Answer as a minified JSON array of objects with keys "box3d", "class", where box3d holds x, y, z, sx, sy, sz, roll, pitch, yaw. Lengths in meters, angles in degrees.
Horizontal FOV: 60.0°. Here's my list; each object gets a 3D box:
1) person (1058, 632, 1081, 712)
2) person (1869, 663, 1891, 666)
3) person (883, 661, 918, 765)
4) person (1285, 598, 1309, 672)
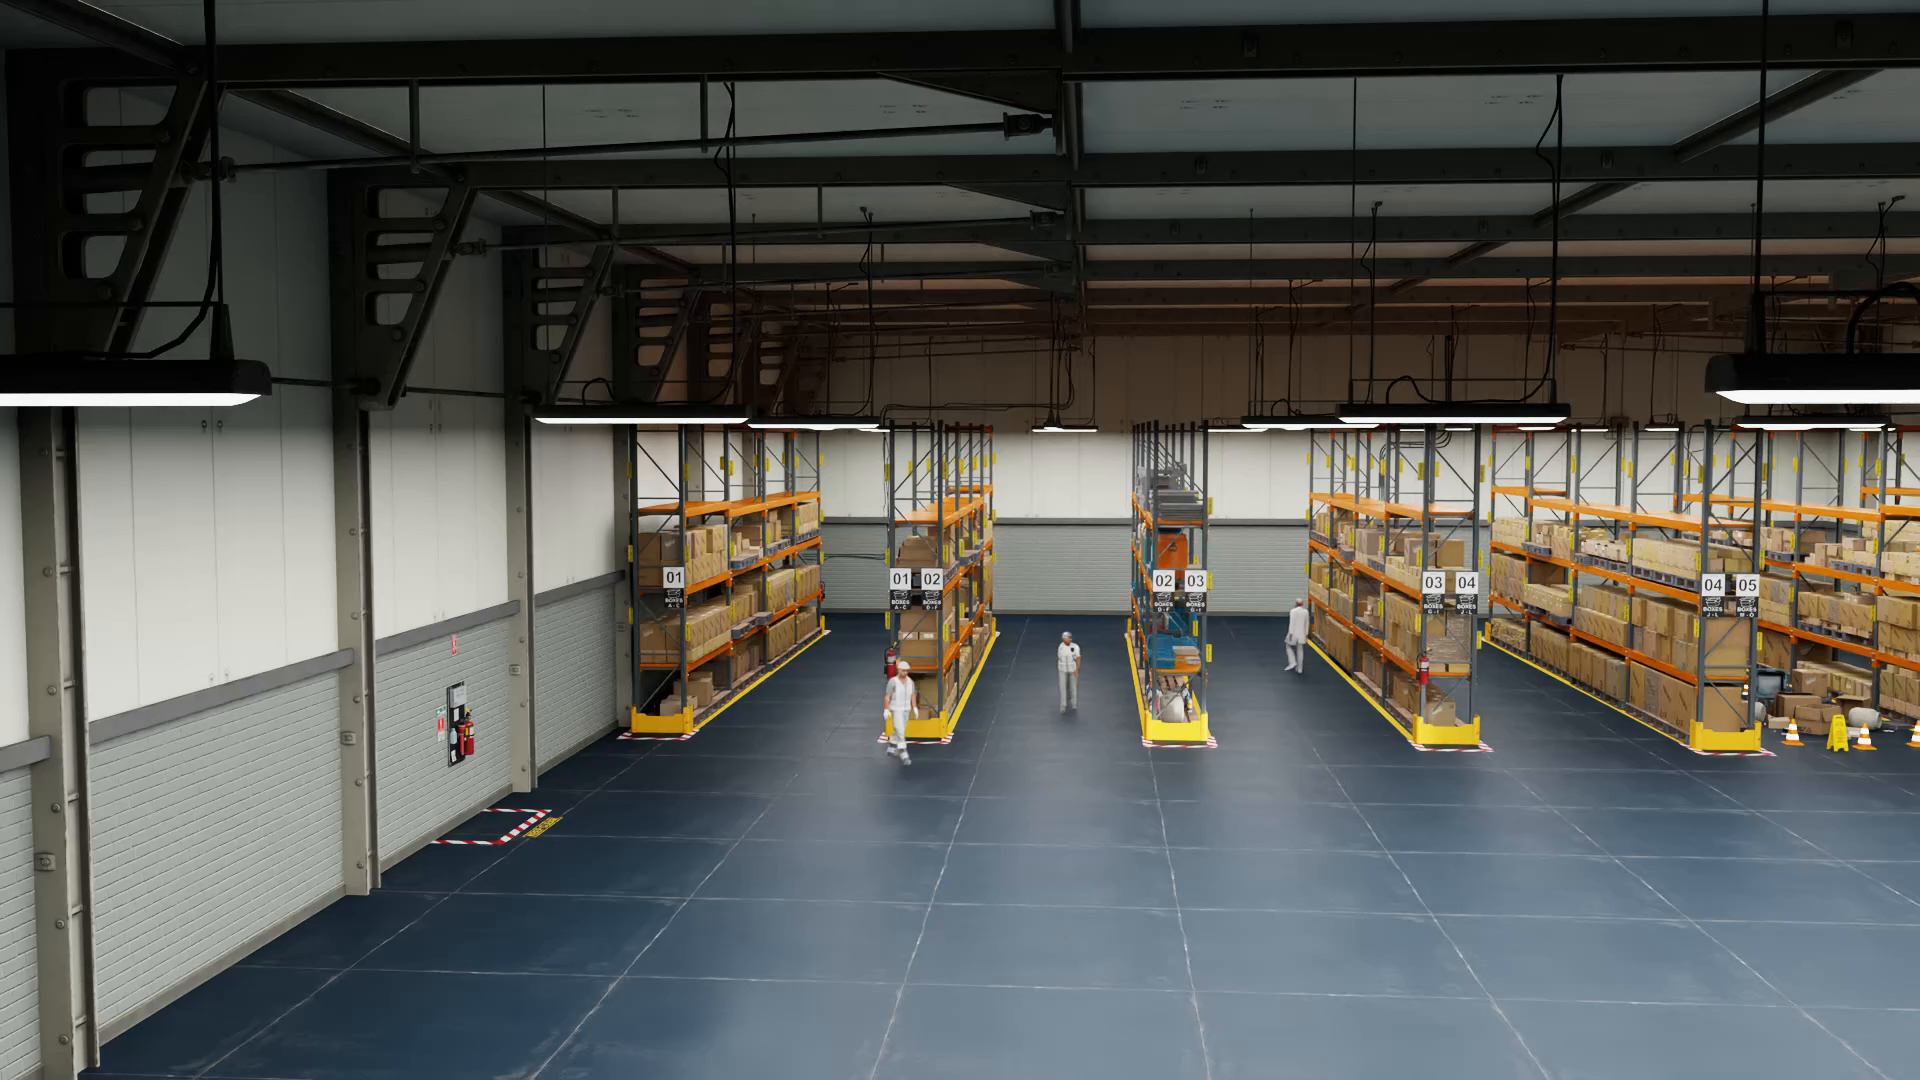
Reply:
[{"box3d":[2.247,2.713,34.386,0.501,1.627,0.908,1,4,12],"class":"person"},{"box3d":[22.913,2.327,41.149,0.499,1.685,0.580,-1,4,-17],"class":"person"},{"box3d":[-1.005,2.985,29.038,0.562,1.742,0.940,-3,5,-43],"class":"person"},{"box3d":[8.160,2.302,40.096,0.581,1.793,0.579,0,4,-3],"class":"person"}]
